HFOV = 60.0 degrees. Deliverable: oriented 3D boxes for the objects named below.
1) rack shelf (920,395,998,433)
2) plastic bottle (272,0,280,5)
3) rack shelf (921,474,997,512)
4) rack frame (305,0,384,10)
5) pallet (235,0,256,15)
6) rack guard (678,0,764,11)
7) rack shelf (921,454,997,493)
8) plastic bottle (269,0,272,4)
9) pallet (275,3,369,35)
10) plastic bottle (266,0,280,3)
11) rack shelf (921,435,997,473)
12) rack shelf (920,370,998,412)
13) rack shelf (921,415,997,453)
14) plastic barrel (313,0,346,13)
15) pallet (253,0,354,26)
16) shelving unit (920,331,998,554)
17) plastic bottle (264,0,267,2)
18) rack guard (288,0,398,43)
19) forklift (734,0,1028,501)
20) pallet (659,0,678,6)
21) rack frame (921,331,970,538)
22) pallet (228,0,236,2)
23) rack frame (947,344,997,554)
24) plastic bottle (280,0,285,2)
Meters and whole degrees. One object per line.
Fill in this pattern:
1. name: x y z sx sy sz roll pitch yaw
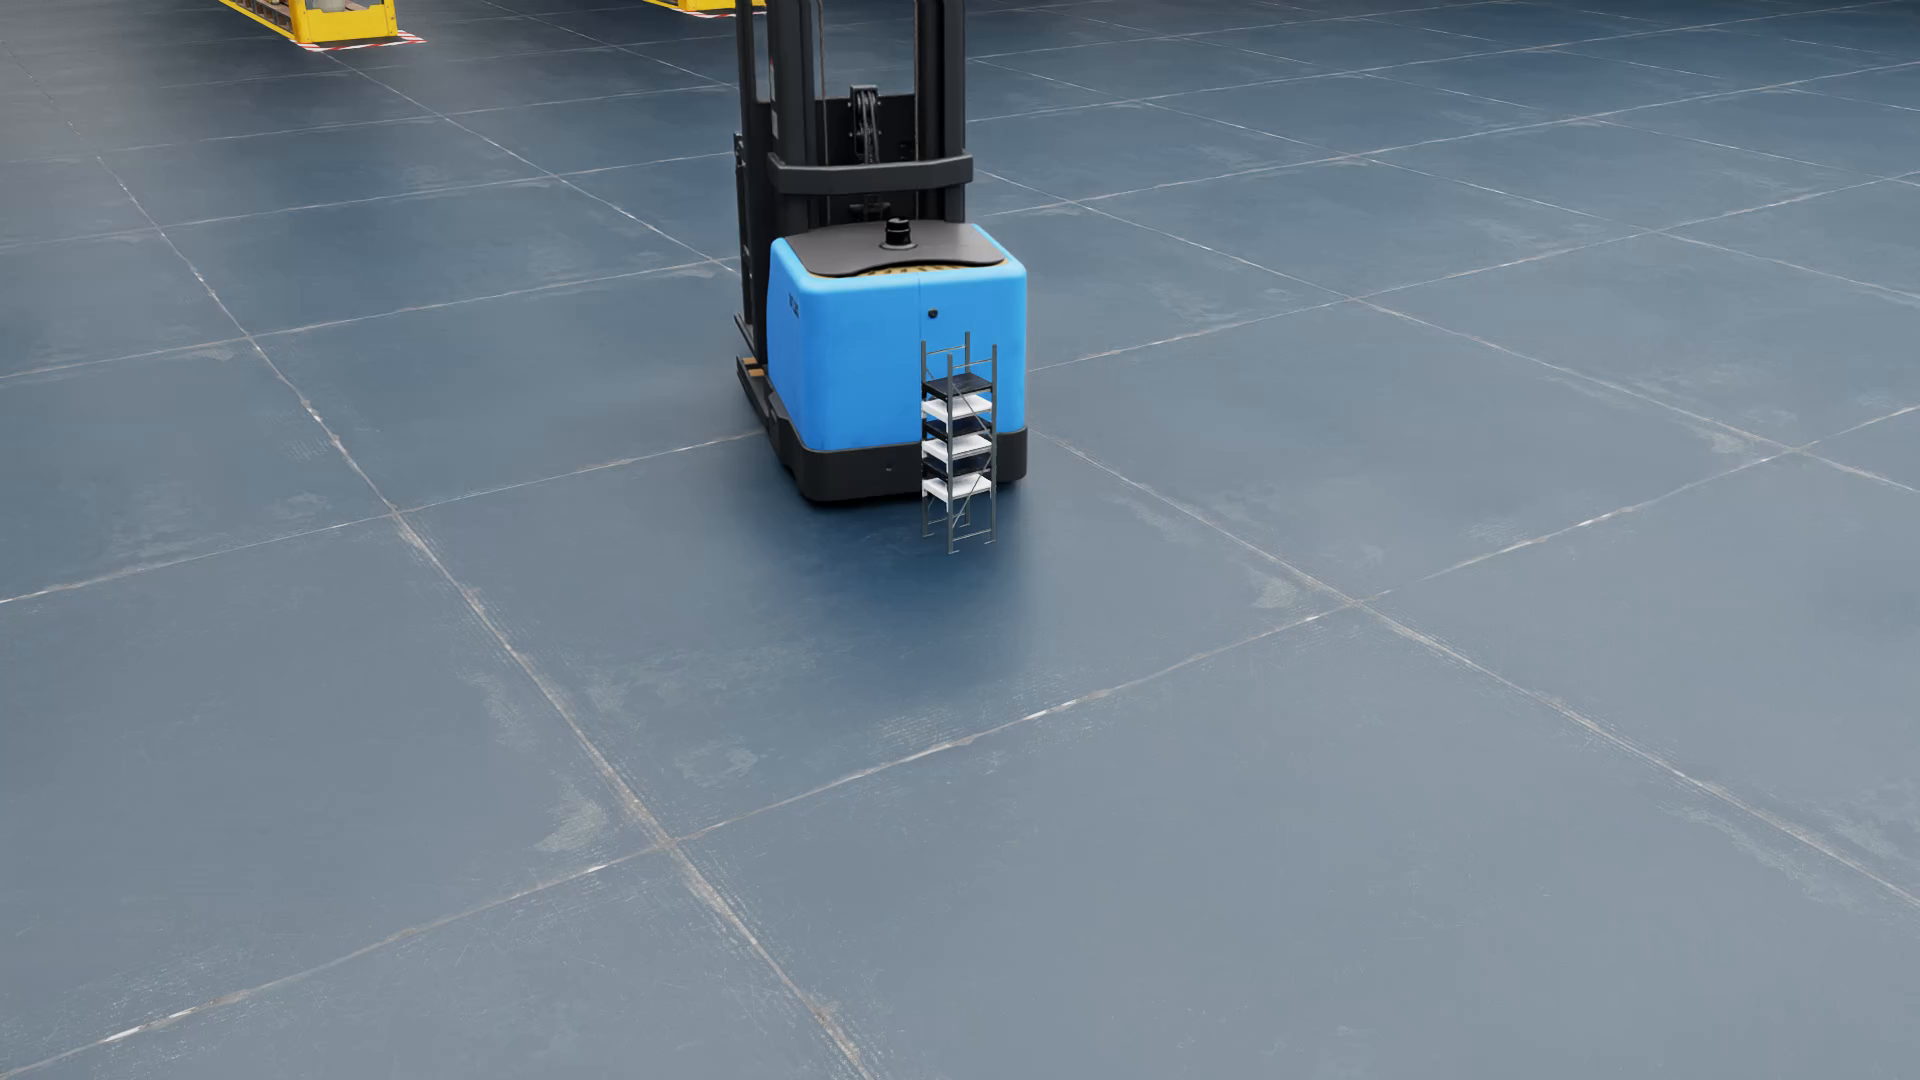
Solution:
1. rack shelf: -0.004 -0.542 7.001 0.258 0.077 0.200 -16 29 -30
2. plastic bottle: -8.718 -6.917 21.152 0.097 0.201 0.097 0 25 0
3. rack shelf: -0.004 -0.217 7.155 0.258 0.077 0.200 -16 29 -30
4. rack frame: -7.348 -7.429 19.473 1.000 3.000 0.127 -16 29 -30
5. pallet: -9.200 -7.349 22.570 1.003 0.211 1.213 -16 29 -30
6. rack guard: -3.239 -7.480 22.509 1.175 0.500 0.348 -16 29 -30
7. rack shelf: -0.004 -0.298 7.117 0.258 0.077 0.200 -16 29 -30
8. plastic bottle: -8.797 -6.992 21.214 0.061 0.283 0.133 -15 29 -28
9. pallet: -7.868 -6.476 20.721 1.003 0.211 1.213 -16 29 -30
10. plastic bottle: -8.832 -7.048 21.340 0.152 0.276 0.135 -15 29 -29
11. rack shelf: -0.004 -0.380 7.078 0.258 0.077 0.200 -16 29 -30
12. rack shelf: -0.004 -0.624 6.963 0.258 0.077 0.200 -16 29 -30
13. rack shelf: -0.004 -0.461 7.040 0.258 0.077 0.200 -16 29 -30
14. plastic barrel: -7.771 -6.711 20.376 0.421 0.512 0.421 0 25 0
15. pallet: -8.530 -6.912 21.644 1.003 0.211 1.213 -16 29 -30
16. shelving unit: -0.004 -0.410 7.064 0.258 0.900 0.210 -16 29 -30
17. plastic bottle: -8.908 -7.097 21.445 0.152 0.276 0.135 -16 30 -31
18. rack guard: -7.429 -6.315 20.041 1.175 0.500 0.348 -16 29 -30
19. forklift: -0.578 -2.104 8.275 1.130 2.935 3.031 -7 26 -14
20. pallet: -3.653 -7.648 23.204 1.003 0.211 1.213 -16 29 -30
21. rack frame: -0.060 -0.446 7.141 0.240 0.900 0.006 -16 29 -30
22. pallet: -9.993 -7.871 23.675 1.003 0.211 1.213 -16 29 -30
23. rack frame: 0.051 -0.373 6.987 0.240 0.900 0.006 -16 29 -30
24. plastic bottle: -8.743 -7.076 21.392 0.061 0.283 0.133 -16 29 -30
